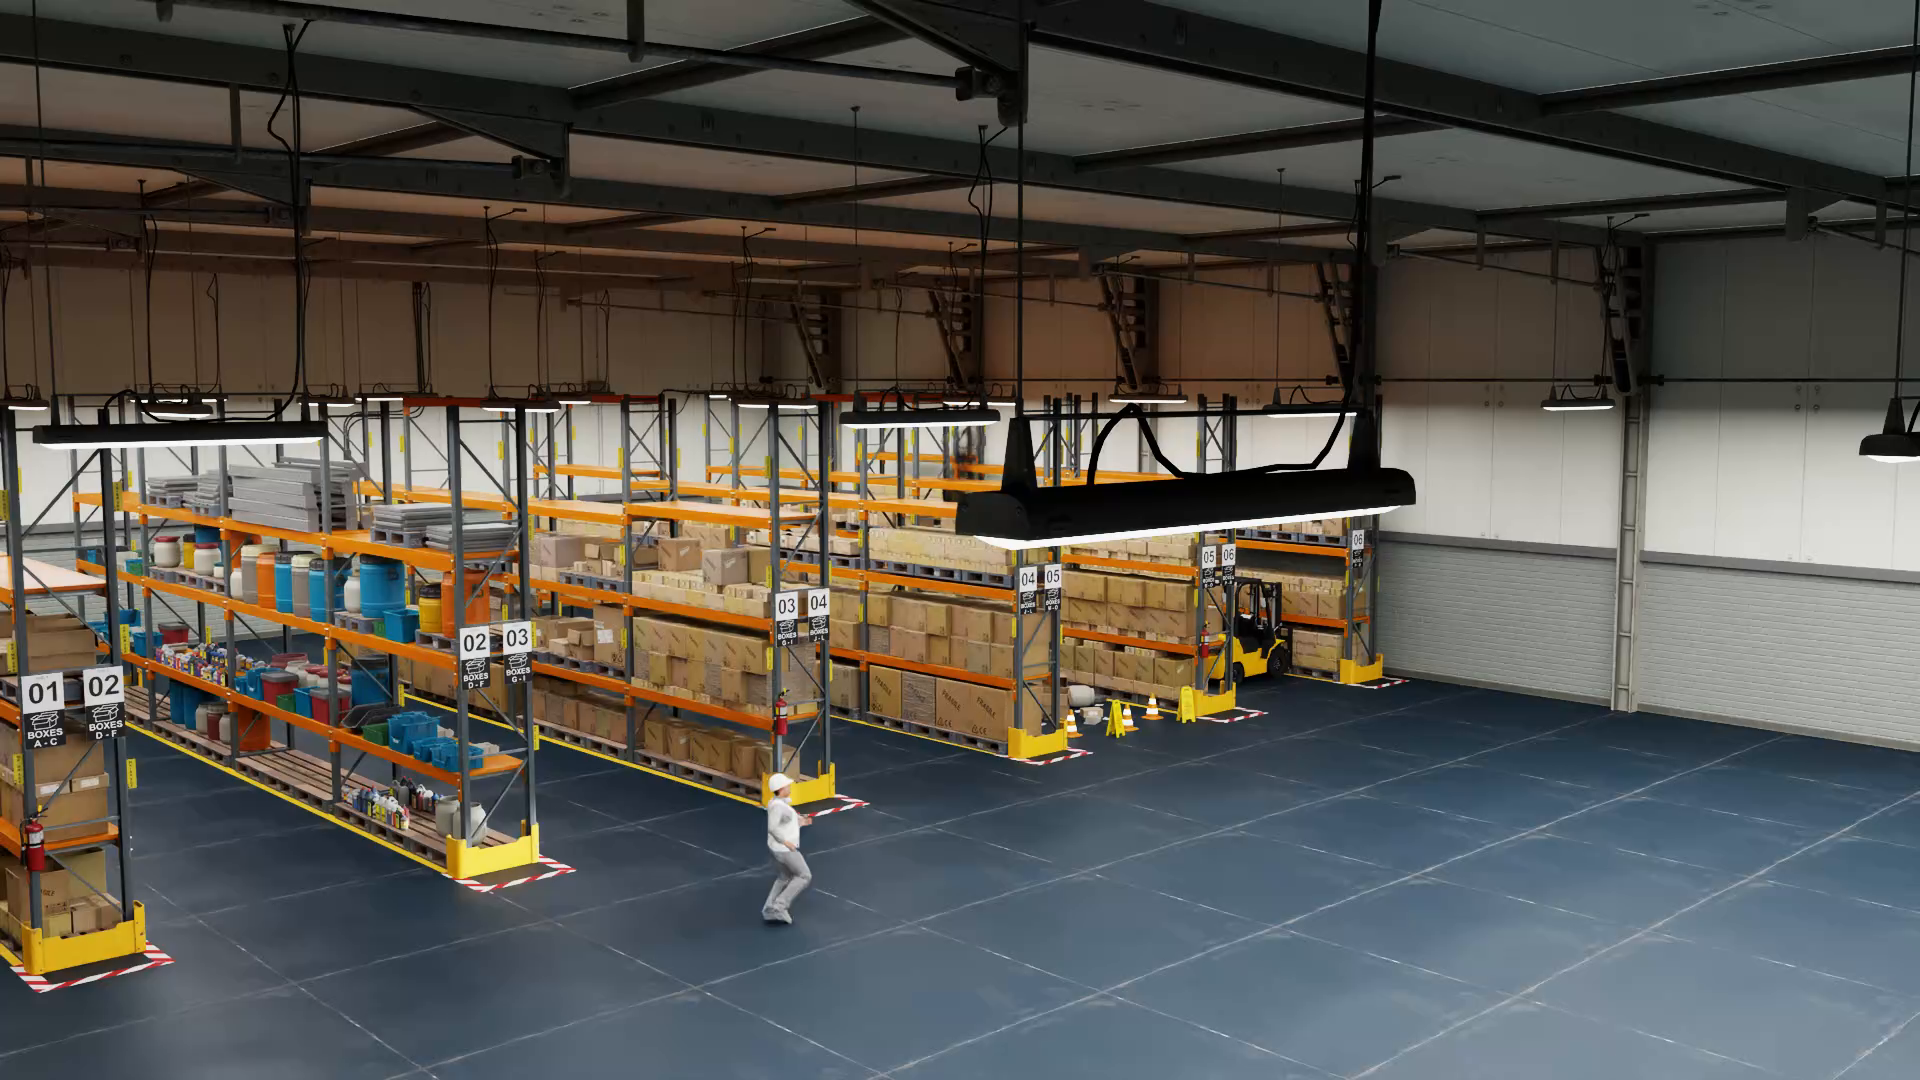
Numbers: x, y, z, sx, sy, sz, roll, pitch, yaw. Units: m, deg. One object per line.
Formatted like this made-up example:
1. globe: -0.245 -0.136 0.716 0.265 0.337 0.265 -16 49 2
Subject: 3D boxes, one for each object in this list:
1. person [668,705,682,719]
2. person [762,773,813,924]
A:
1. person: -5.235 2.517 30.880 0.654 1.700 0.744 -5 7 -42
2. person: -1.995 3.586 19.387 0.634 1.758 0.644 -2 6 -19
